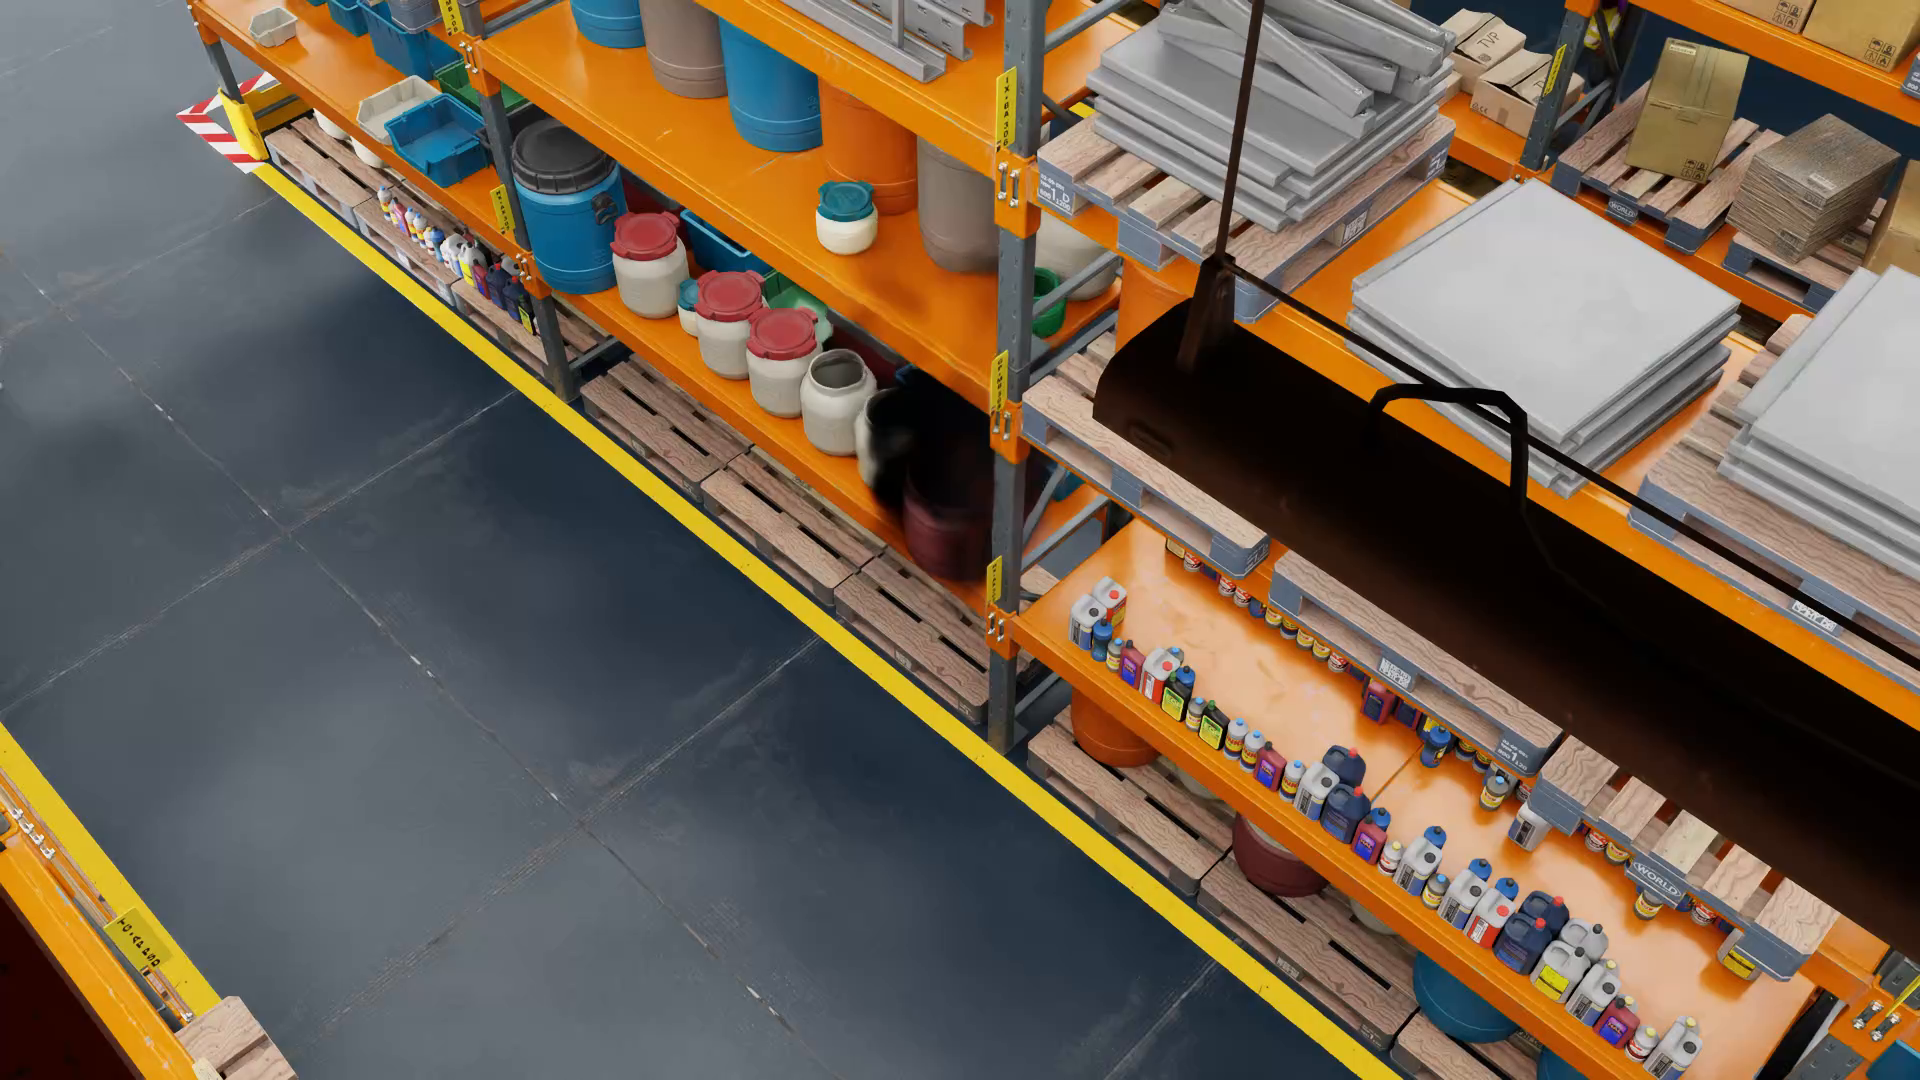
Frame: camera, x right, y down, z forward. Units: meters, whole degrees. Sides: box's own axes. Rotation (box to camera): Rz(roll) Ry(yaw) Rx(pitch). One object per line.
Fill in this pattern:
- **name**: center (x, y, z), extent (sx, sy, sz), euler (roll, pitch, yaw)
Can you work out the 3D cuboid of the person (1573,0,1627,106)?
- **person**: center (4.776, -3.716, 12.369), extent (0.773, 1.827, 0.674), euler (35, 58, 26)
